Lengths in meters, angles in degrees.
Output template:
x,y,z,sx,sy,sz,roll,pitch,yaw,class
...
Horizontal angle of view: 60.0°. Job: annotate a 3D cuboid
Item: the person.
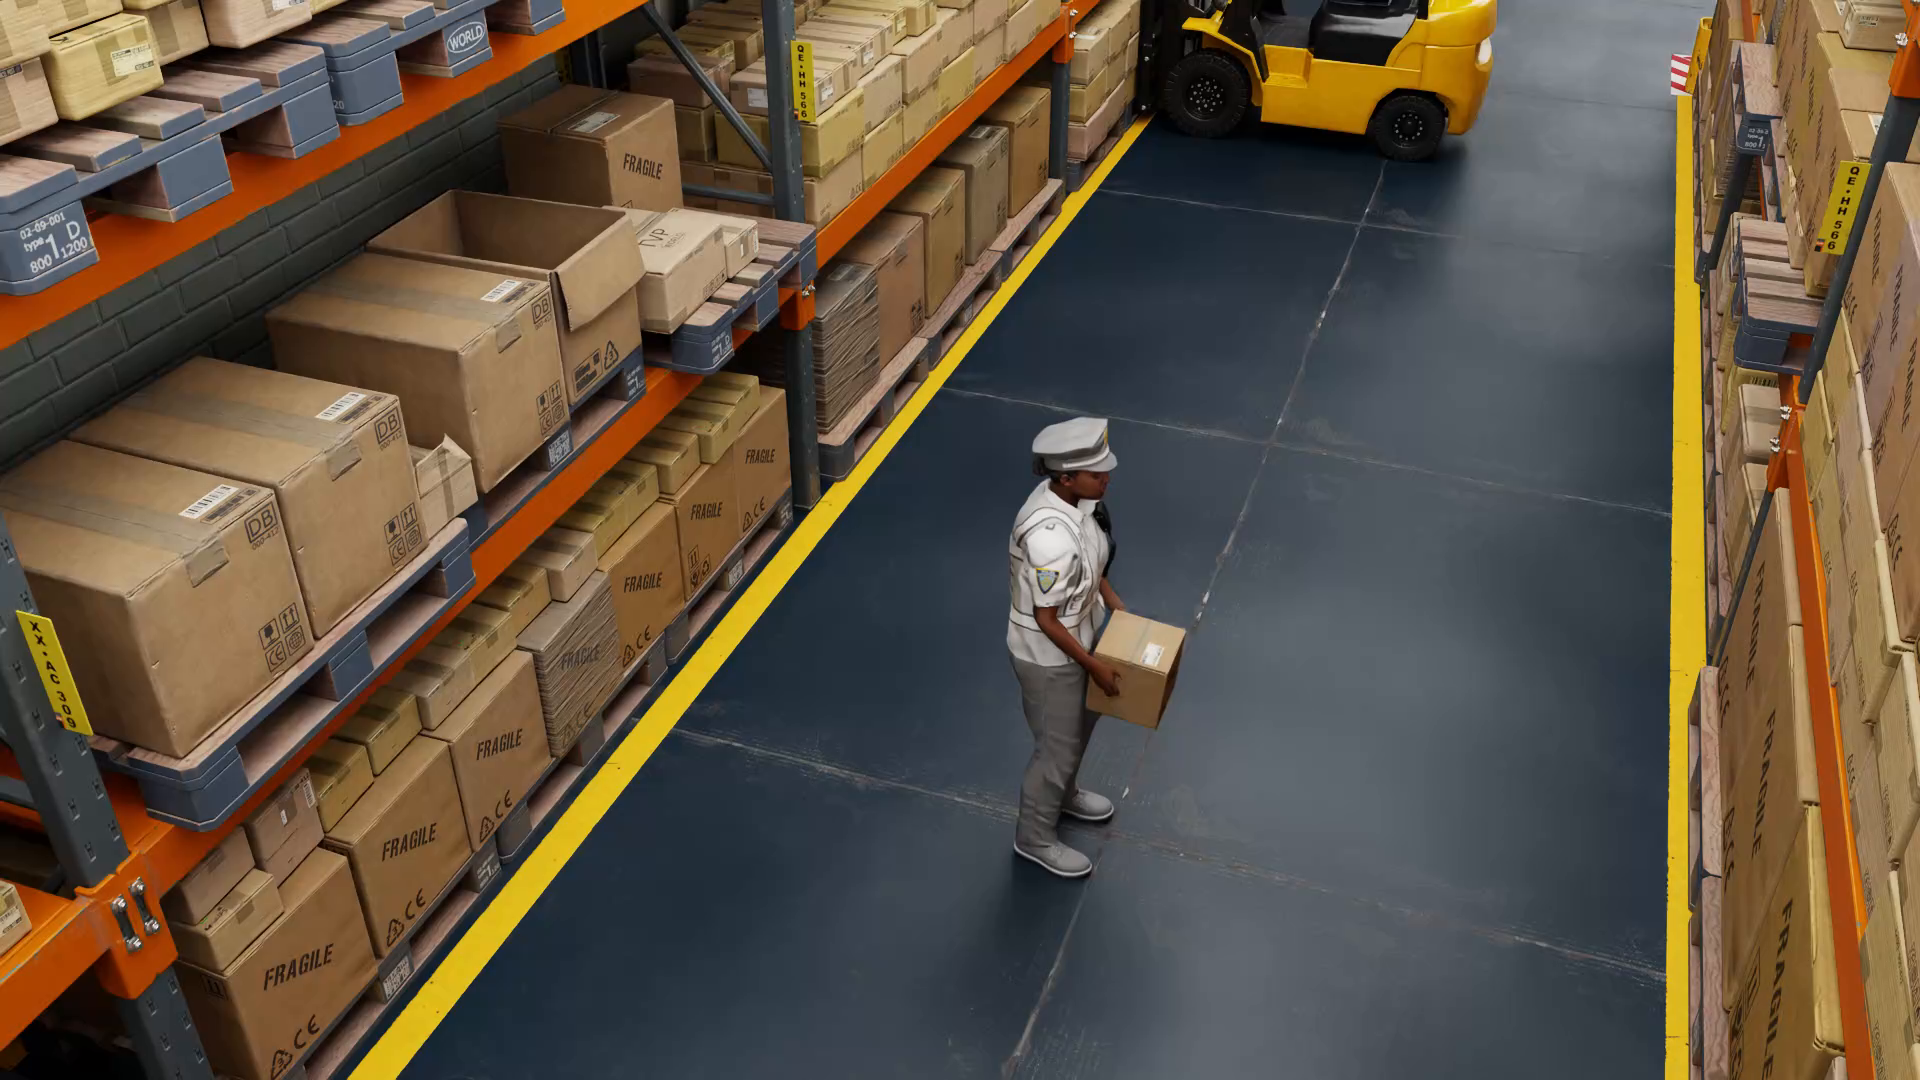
x,y,z,sx,sy,sz,roll,pitch,yaw,class
0.379,0.351,5.587,0.429,1.684,0.479,11,35,17,person
